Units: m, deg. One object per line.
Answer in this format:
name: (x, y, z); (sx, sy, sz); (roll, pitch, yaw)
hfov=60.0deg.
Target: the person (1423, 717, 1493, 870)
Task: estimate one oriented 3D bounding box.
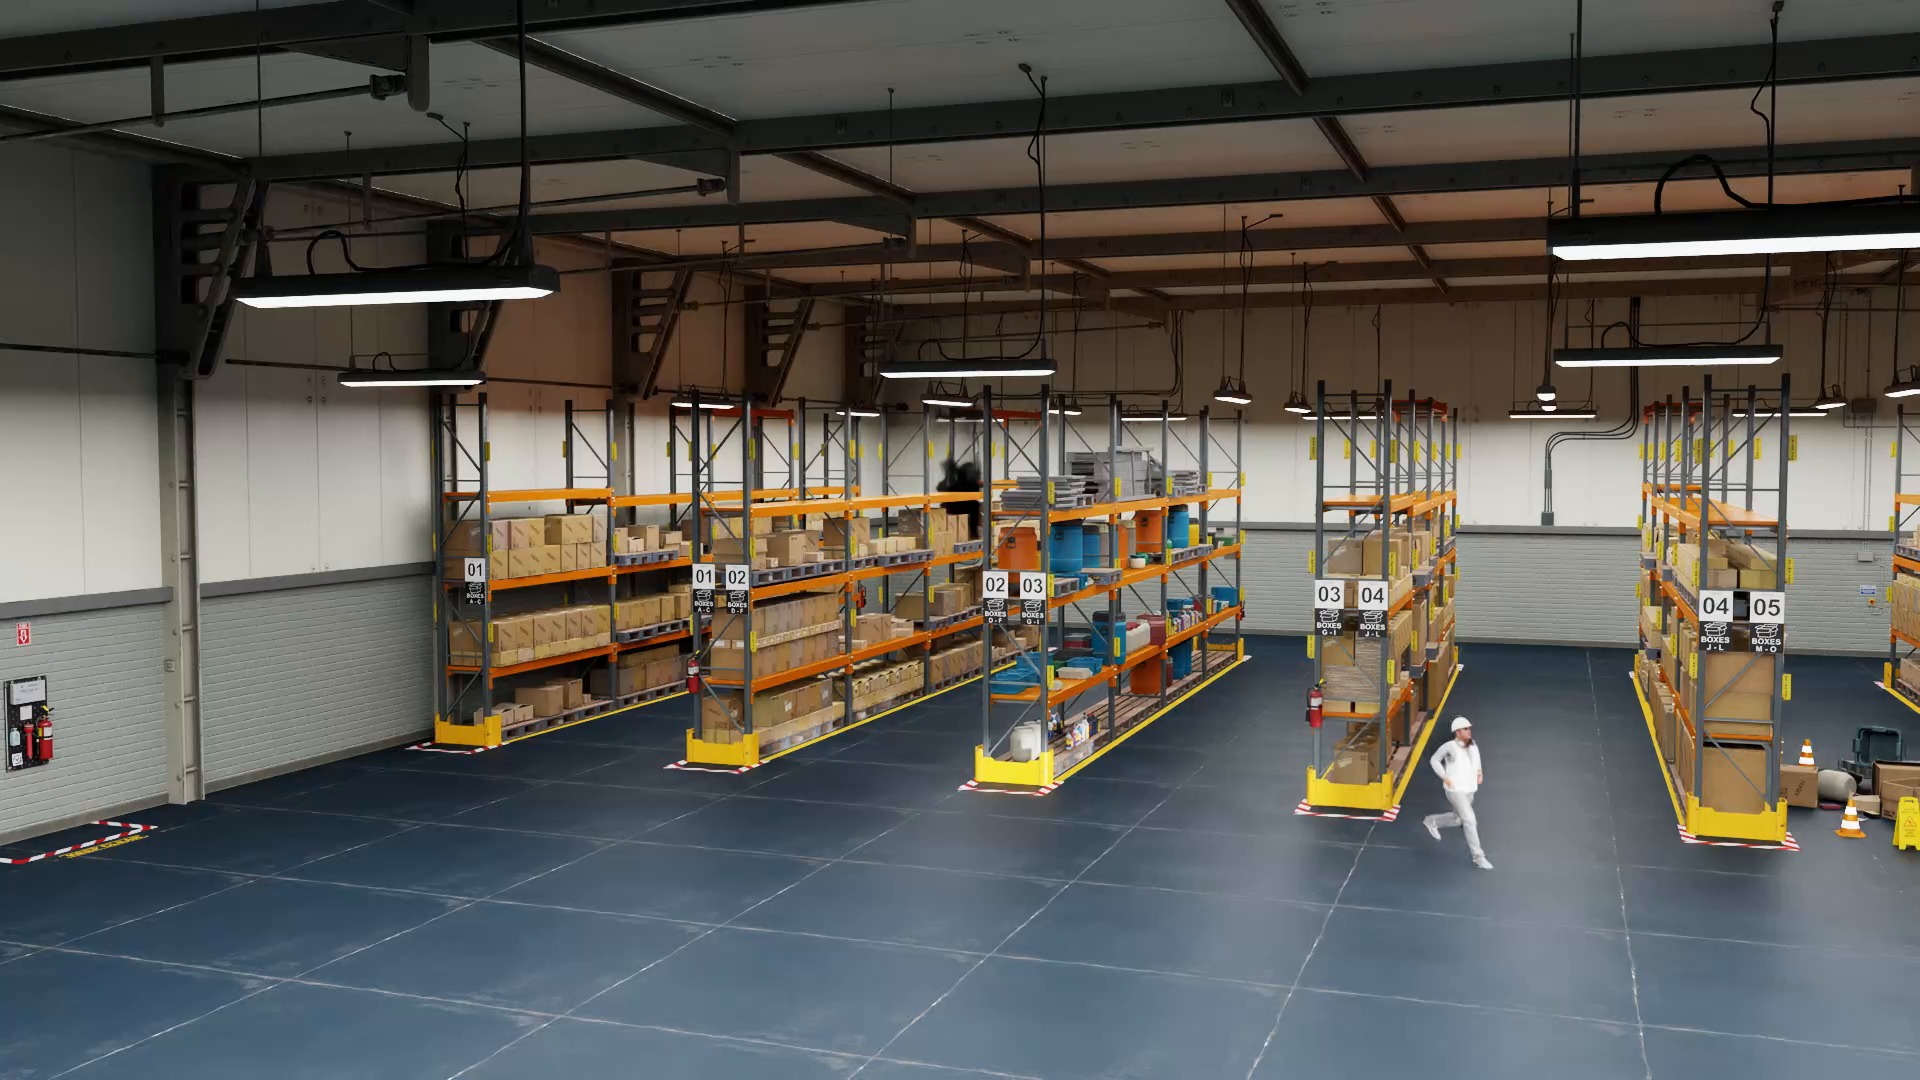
person: (6.110, 3.056, 20.360); (0.628, 1.787, 1.105); (-2, 4, -36)
